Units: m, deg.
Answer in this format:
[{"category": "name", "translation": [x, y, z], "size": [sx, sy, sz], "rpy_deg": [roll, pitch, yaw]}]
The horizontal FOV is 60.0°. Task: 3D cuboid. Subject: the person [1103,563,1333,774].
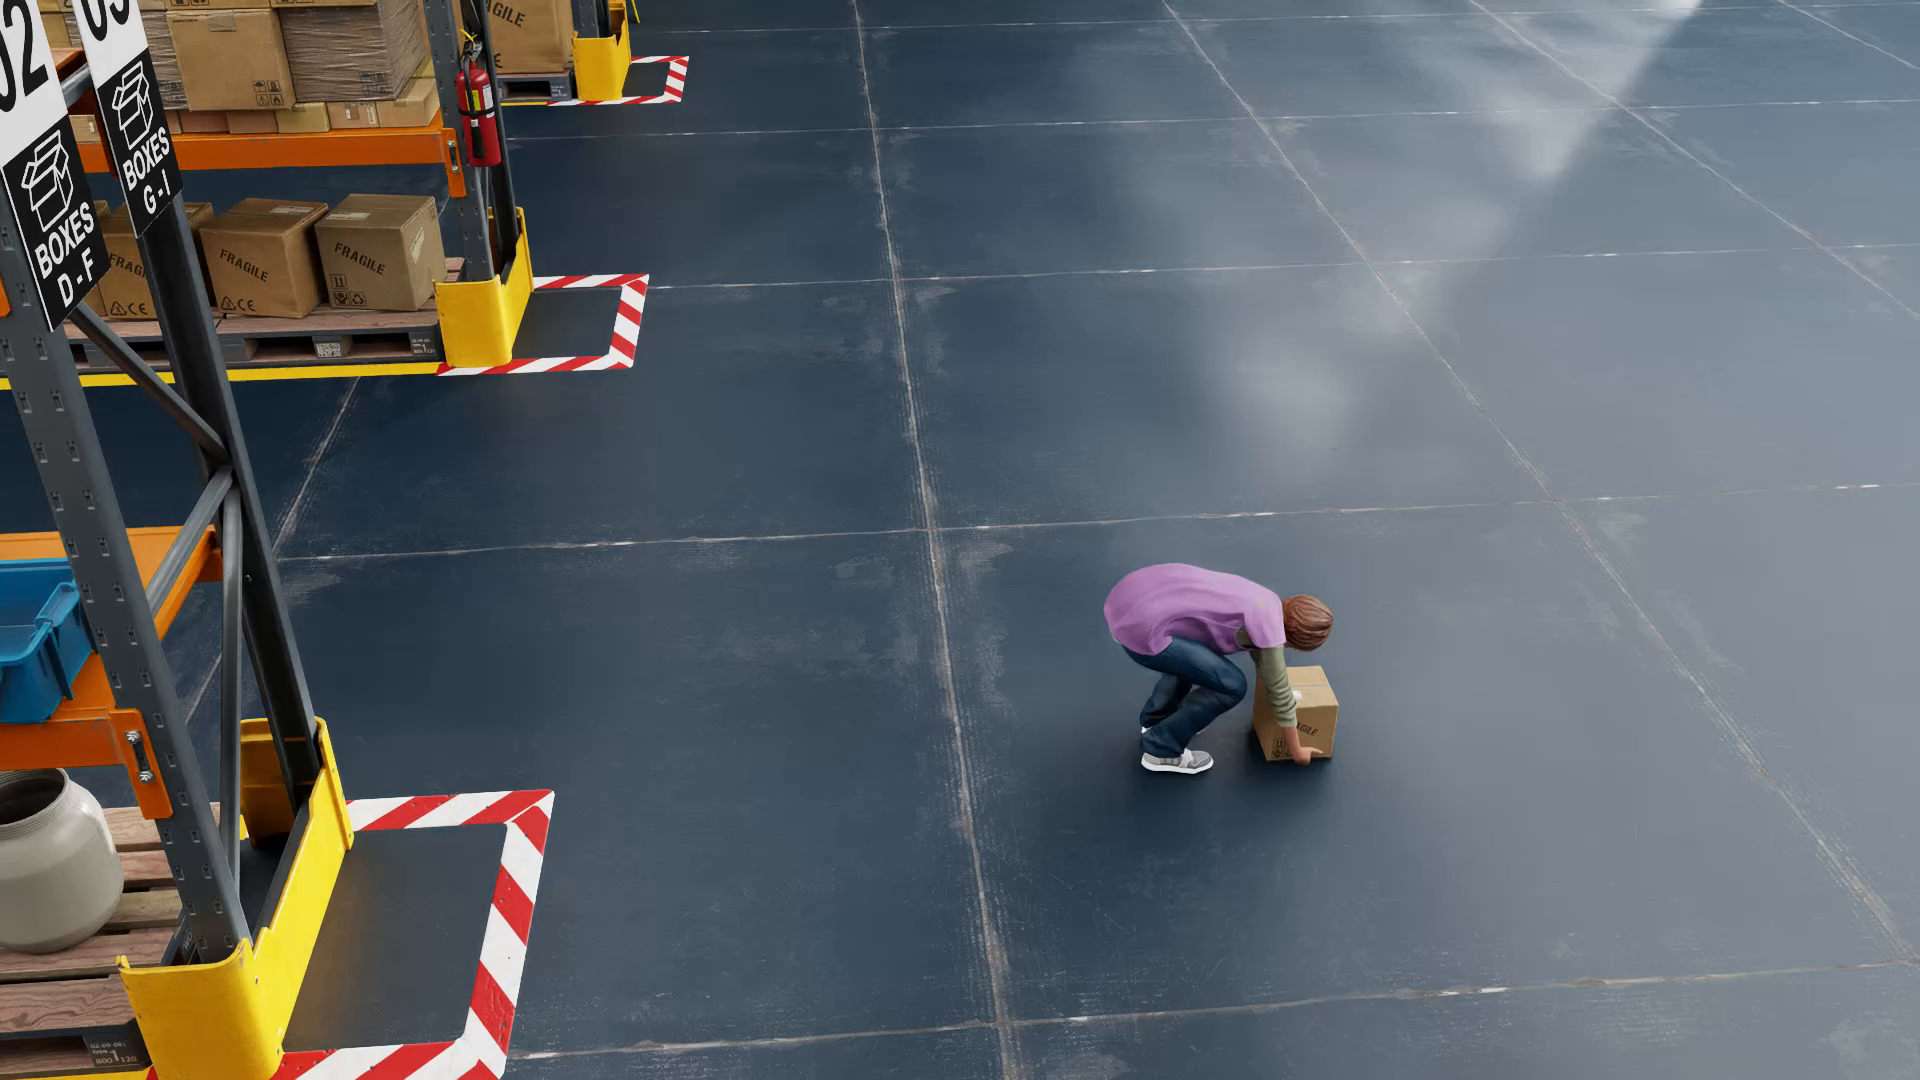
[{"category": "person", "translation": [0.947, 0.453, 6.170], "size": [0.861, 0.815, 0.424], "rpy_deg": [-4, 32, -7]}]
